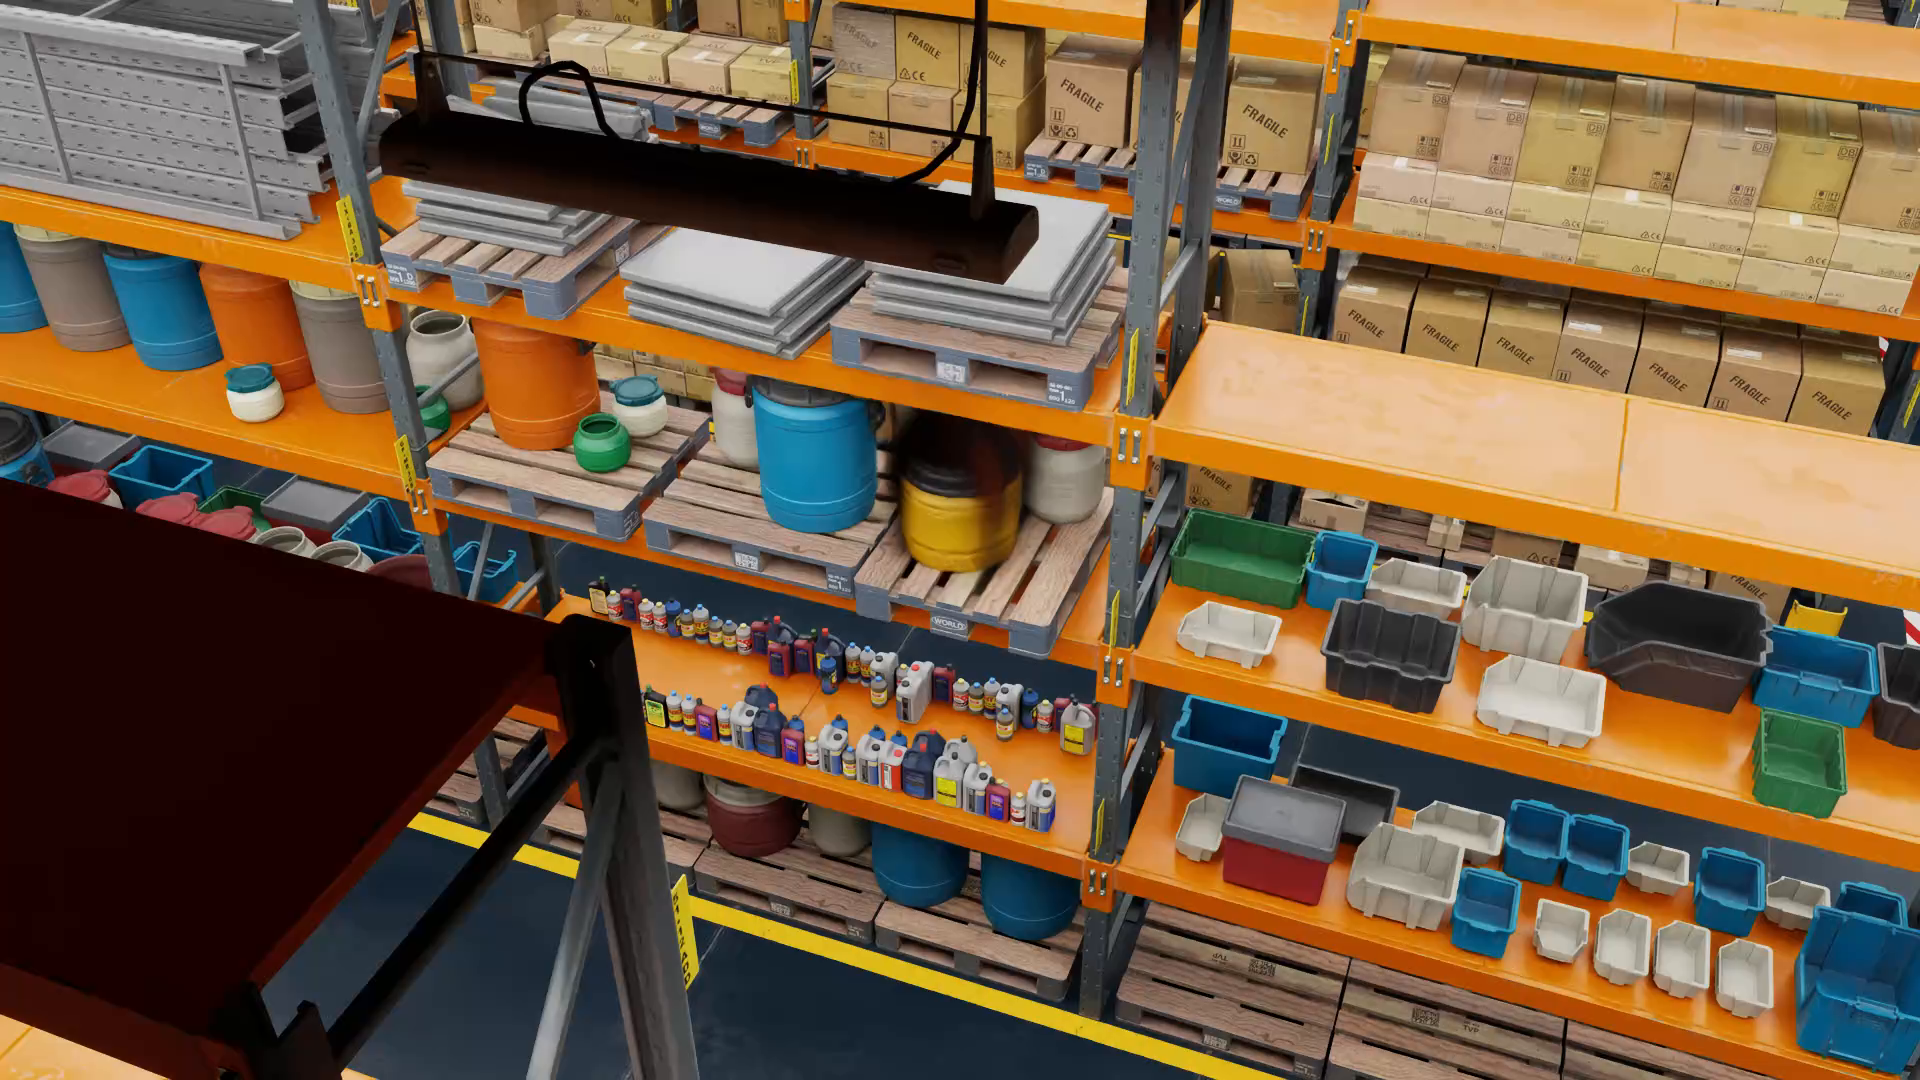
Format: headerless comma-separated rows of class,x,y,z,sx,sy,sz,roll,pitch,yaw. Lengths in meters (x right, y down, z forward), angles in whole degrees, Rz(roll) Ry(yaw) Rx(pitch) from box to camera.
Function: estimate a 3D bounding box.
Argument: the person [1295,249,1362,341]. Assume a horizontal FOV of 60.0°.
person,3.414,-2.442,15.193,0.510,1.793,0.598,-17,40,-21
